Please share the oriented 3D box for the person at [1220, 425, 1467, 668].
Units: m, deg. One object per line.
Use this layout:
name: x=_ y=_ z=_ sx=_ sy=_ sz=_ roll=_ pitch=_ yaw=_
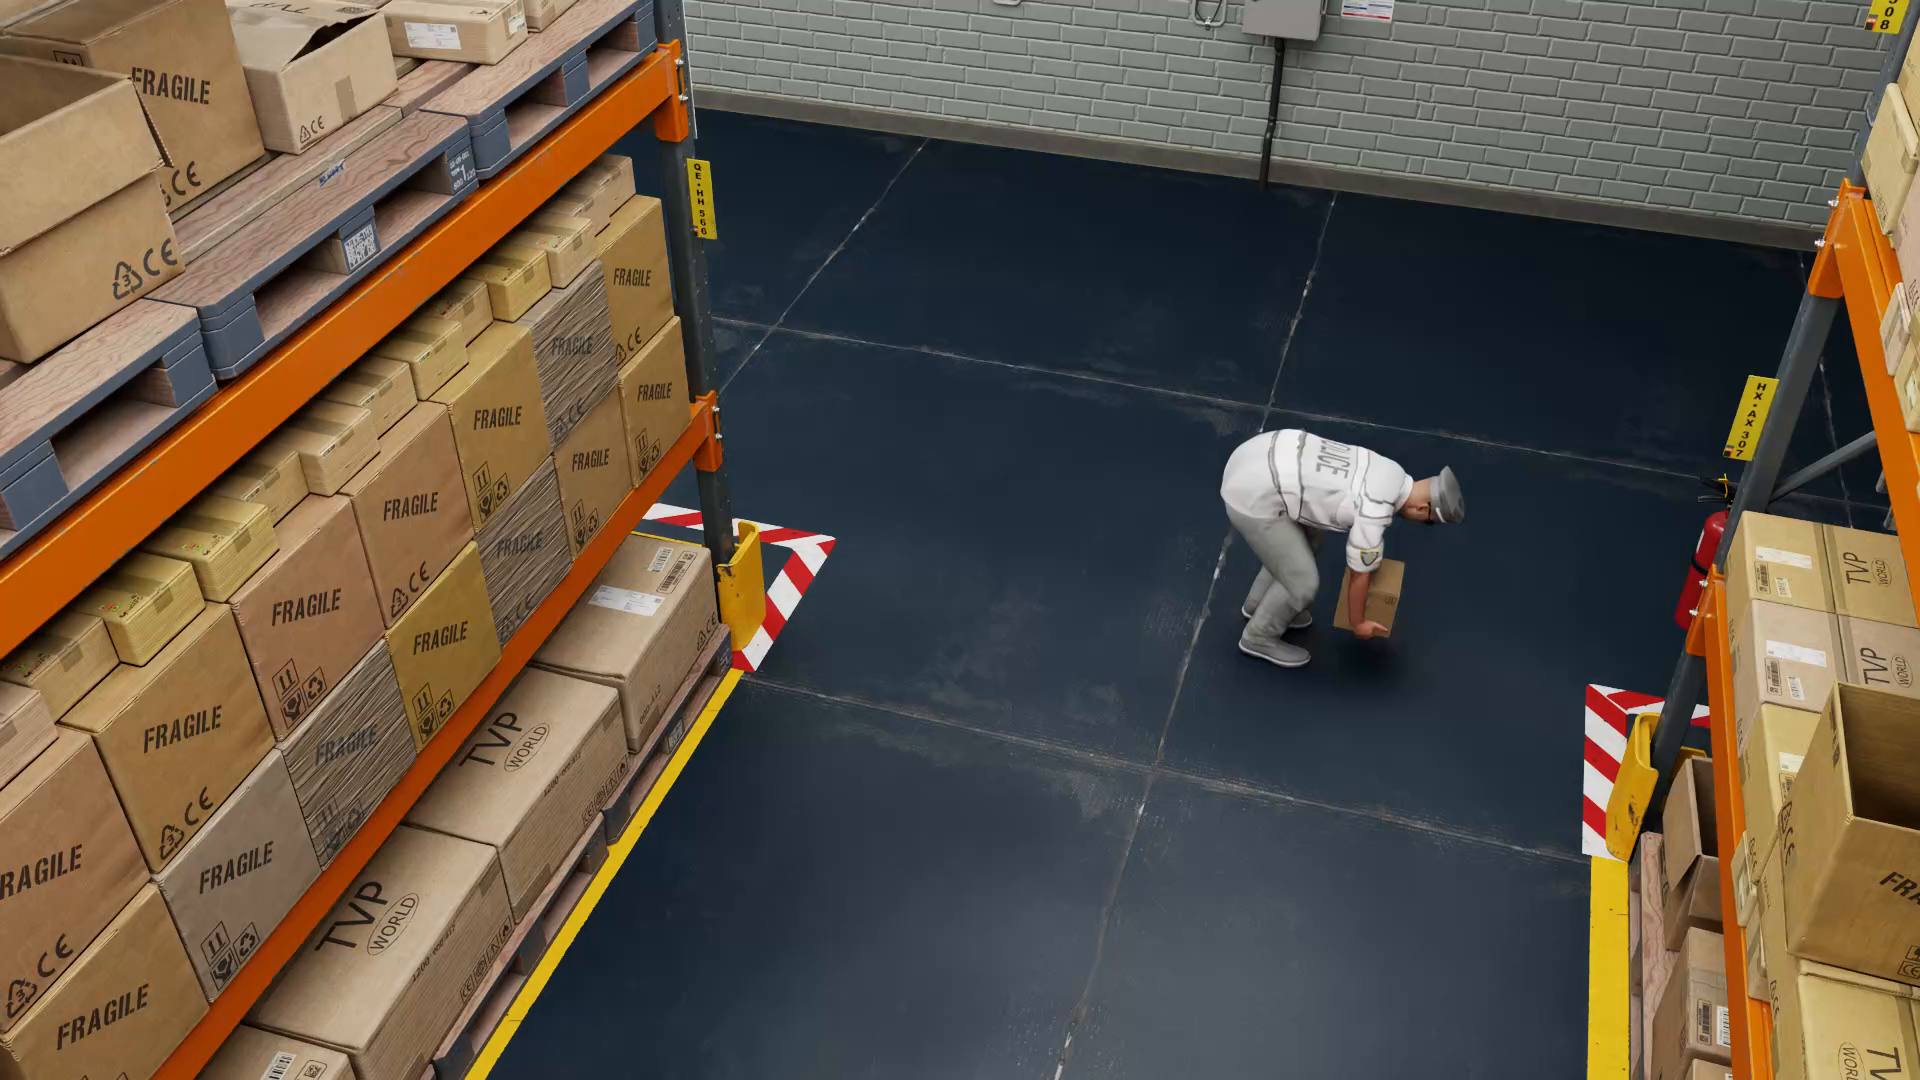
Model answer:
person: x=1.656 y=0.052 z=7.370 sx=1.045 sy=1.091 sz=0.501 roll=9 pitch=38 yaw=12
